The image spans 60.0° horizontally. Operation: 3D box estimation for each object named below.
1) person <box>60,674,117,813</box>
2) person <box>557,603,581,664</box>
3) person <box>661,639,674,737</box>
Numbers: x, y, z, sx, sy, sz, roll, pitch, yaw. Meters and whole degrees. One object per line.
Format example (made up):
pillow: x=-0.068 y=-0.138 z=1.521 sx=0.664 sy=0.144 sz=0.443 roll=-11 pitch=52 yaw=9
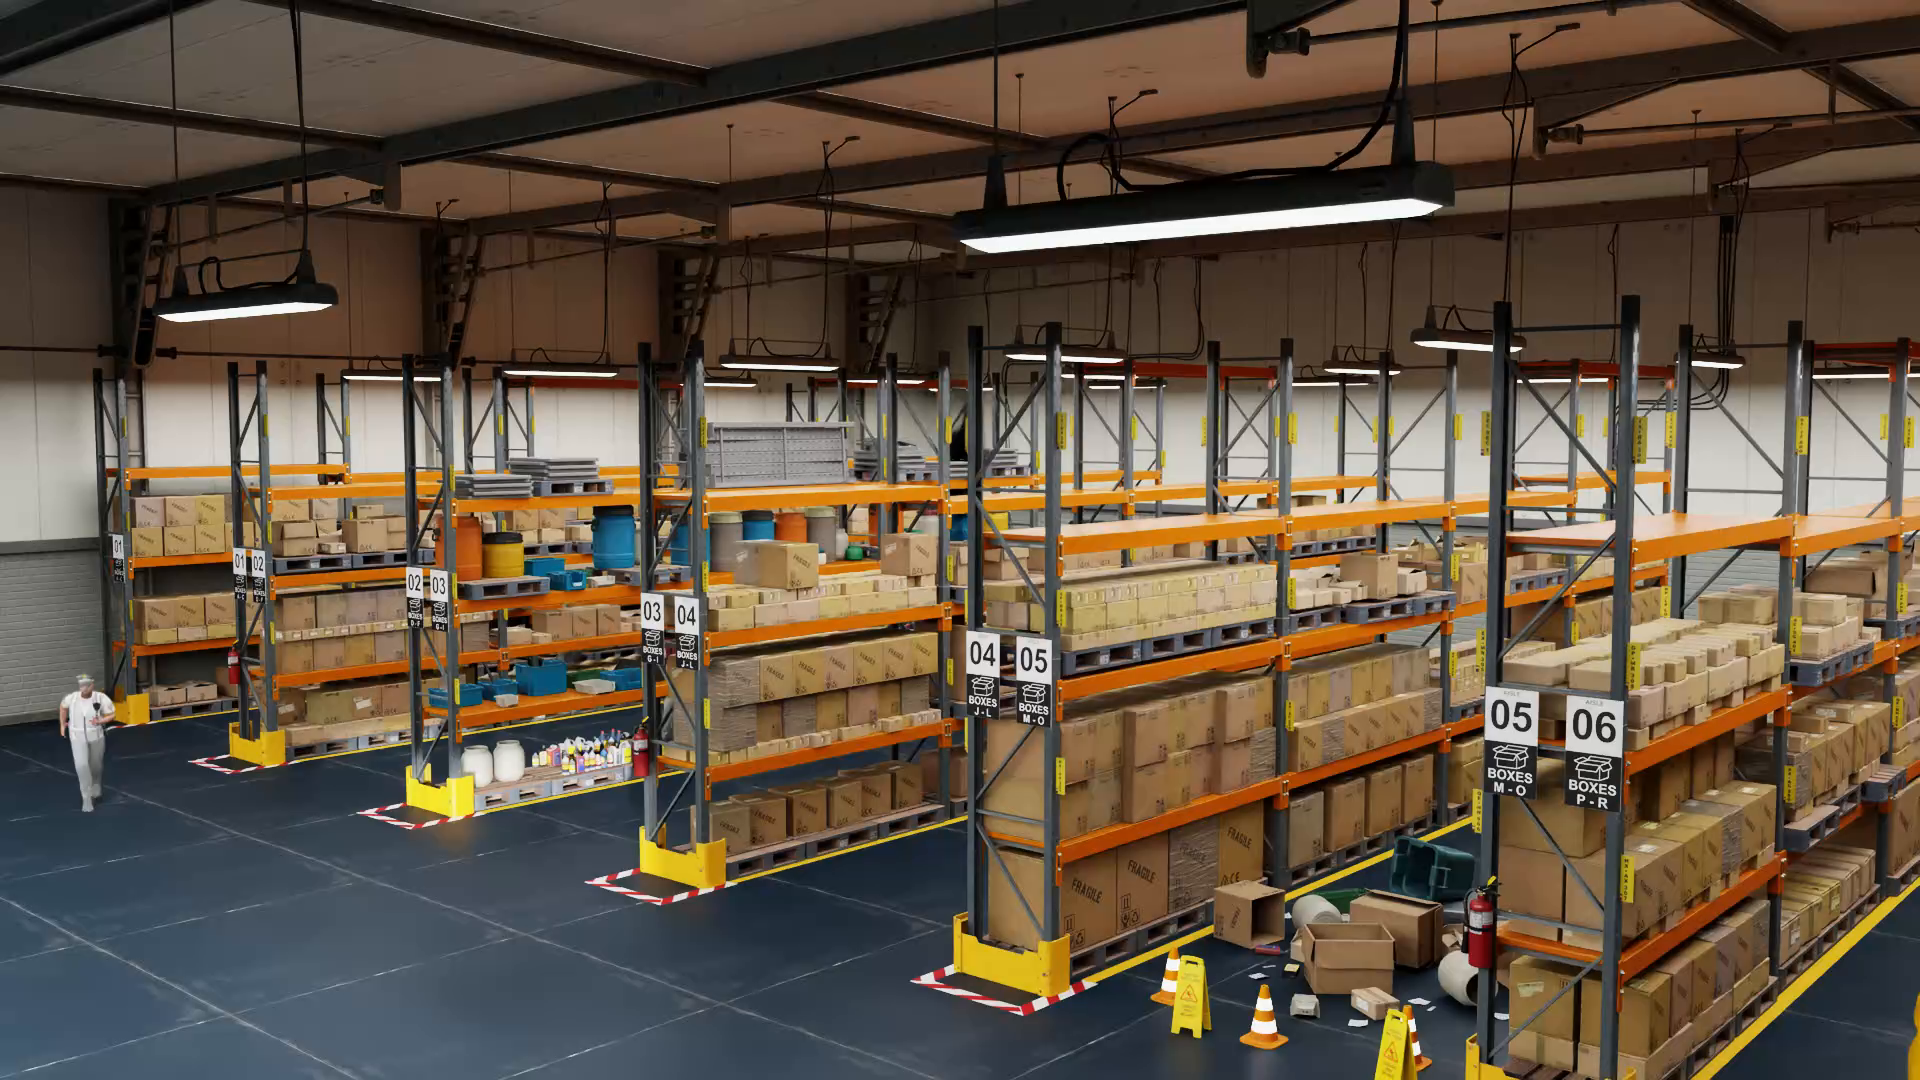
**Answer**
person: x=-11.607 y=2.662 z=22.155 sx=0.688 sy=1.825 sz=0.939 roll=-2 pitch=5 yaw=-23
person: x=-7.400 y=2.026 z=31.494 sx=0.576 sy=1.731 sz=0.772 roll=3 pitch=5 yaw=35
person: x=-4.557 y=2.323 z=26.819 sx=0.712 sy=1.778 sz=1.188 roll=3 pitch=5 yaw=39
